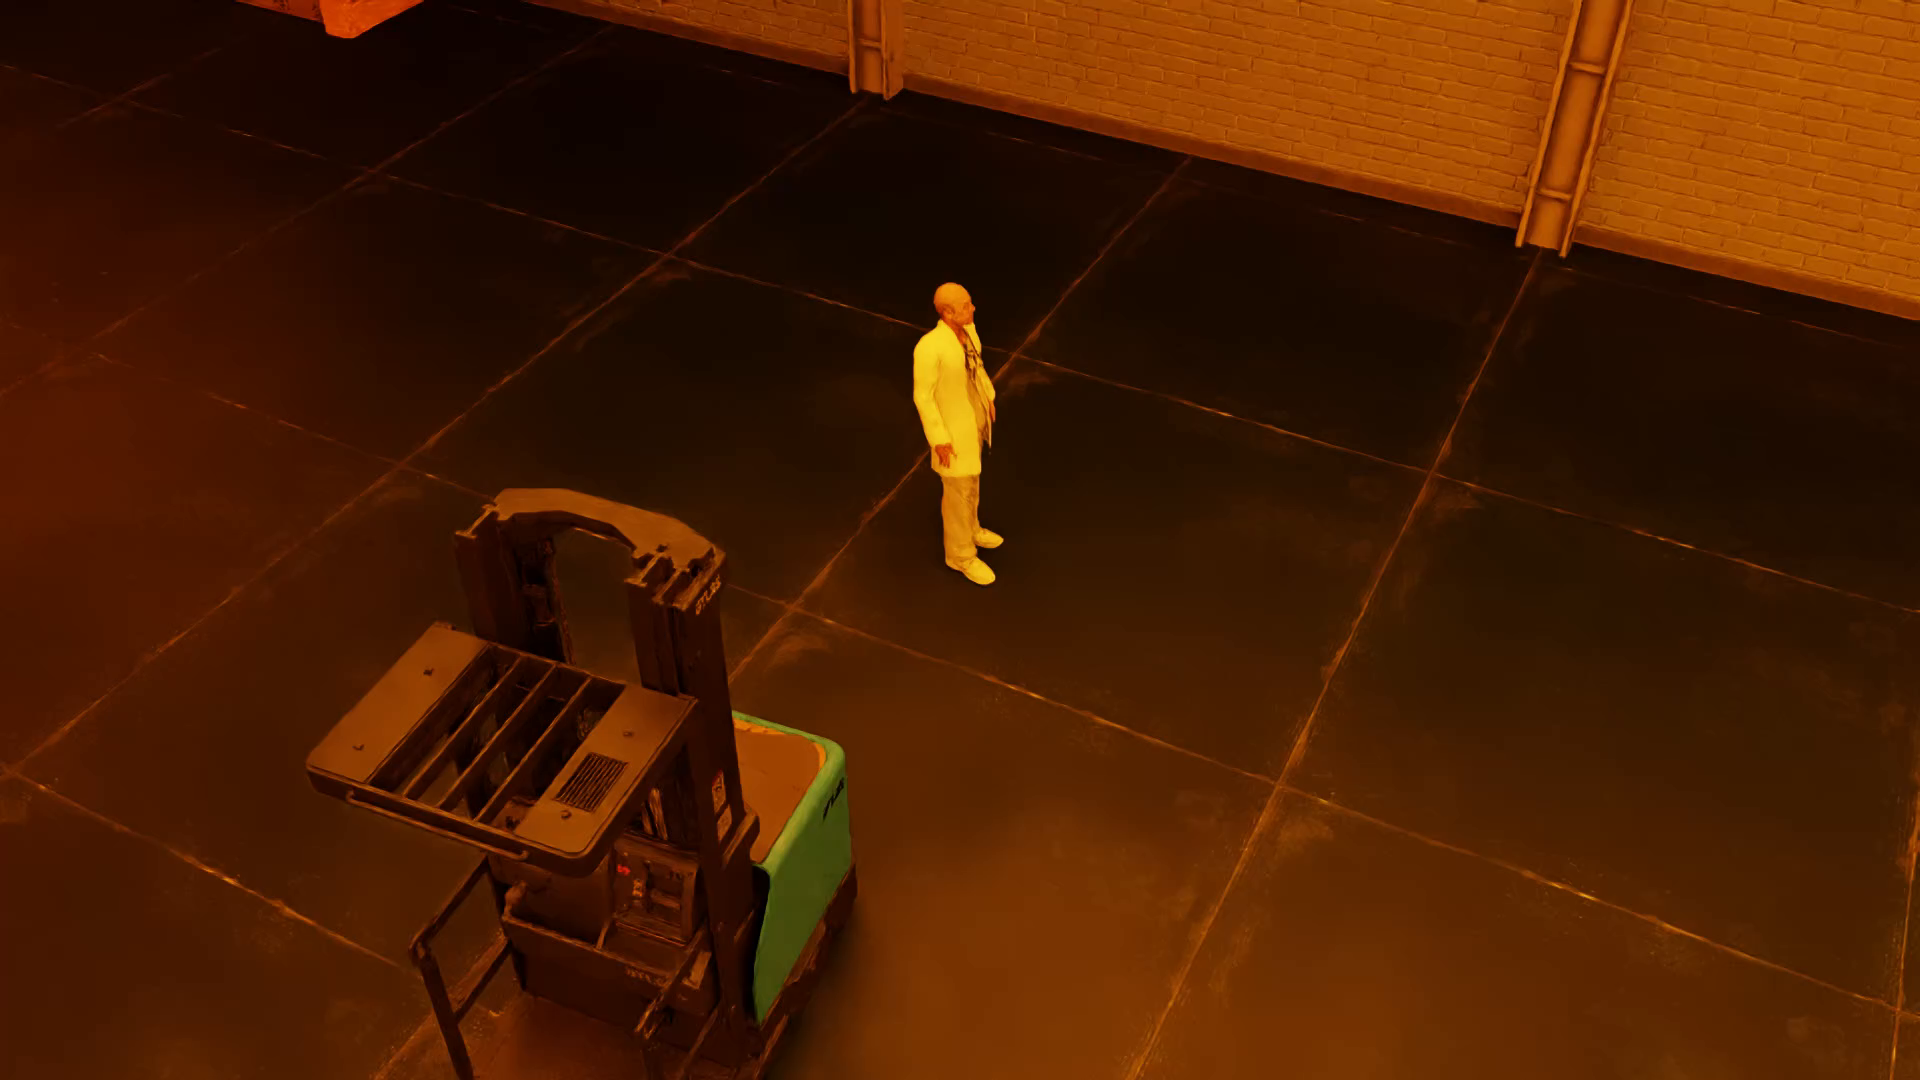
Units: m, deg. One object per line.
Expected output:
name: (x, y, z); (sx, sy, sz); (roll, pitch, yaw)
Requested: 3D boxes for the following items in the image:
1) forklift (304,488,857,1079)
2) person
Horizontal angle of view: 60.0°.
forklift: (-1.519, 1.386, 6.341); (1.130, 2.935, 3.031); (14, 42, 16)
person: (0.079, -0.656, 9.649); (0.579, 1.776, 0.694); (18, 43, 21)
